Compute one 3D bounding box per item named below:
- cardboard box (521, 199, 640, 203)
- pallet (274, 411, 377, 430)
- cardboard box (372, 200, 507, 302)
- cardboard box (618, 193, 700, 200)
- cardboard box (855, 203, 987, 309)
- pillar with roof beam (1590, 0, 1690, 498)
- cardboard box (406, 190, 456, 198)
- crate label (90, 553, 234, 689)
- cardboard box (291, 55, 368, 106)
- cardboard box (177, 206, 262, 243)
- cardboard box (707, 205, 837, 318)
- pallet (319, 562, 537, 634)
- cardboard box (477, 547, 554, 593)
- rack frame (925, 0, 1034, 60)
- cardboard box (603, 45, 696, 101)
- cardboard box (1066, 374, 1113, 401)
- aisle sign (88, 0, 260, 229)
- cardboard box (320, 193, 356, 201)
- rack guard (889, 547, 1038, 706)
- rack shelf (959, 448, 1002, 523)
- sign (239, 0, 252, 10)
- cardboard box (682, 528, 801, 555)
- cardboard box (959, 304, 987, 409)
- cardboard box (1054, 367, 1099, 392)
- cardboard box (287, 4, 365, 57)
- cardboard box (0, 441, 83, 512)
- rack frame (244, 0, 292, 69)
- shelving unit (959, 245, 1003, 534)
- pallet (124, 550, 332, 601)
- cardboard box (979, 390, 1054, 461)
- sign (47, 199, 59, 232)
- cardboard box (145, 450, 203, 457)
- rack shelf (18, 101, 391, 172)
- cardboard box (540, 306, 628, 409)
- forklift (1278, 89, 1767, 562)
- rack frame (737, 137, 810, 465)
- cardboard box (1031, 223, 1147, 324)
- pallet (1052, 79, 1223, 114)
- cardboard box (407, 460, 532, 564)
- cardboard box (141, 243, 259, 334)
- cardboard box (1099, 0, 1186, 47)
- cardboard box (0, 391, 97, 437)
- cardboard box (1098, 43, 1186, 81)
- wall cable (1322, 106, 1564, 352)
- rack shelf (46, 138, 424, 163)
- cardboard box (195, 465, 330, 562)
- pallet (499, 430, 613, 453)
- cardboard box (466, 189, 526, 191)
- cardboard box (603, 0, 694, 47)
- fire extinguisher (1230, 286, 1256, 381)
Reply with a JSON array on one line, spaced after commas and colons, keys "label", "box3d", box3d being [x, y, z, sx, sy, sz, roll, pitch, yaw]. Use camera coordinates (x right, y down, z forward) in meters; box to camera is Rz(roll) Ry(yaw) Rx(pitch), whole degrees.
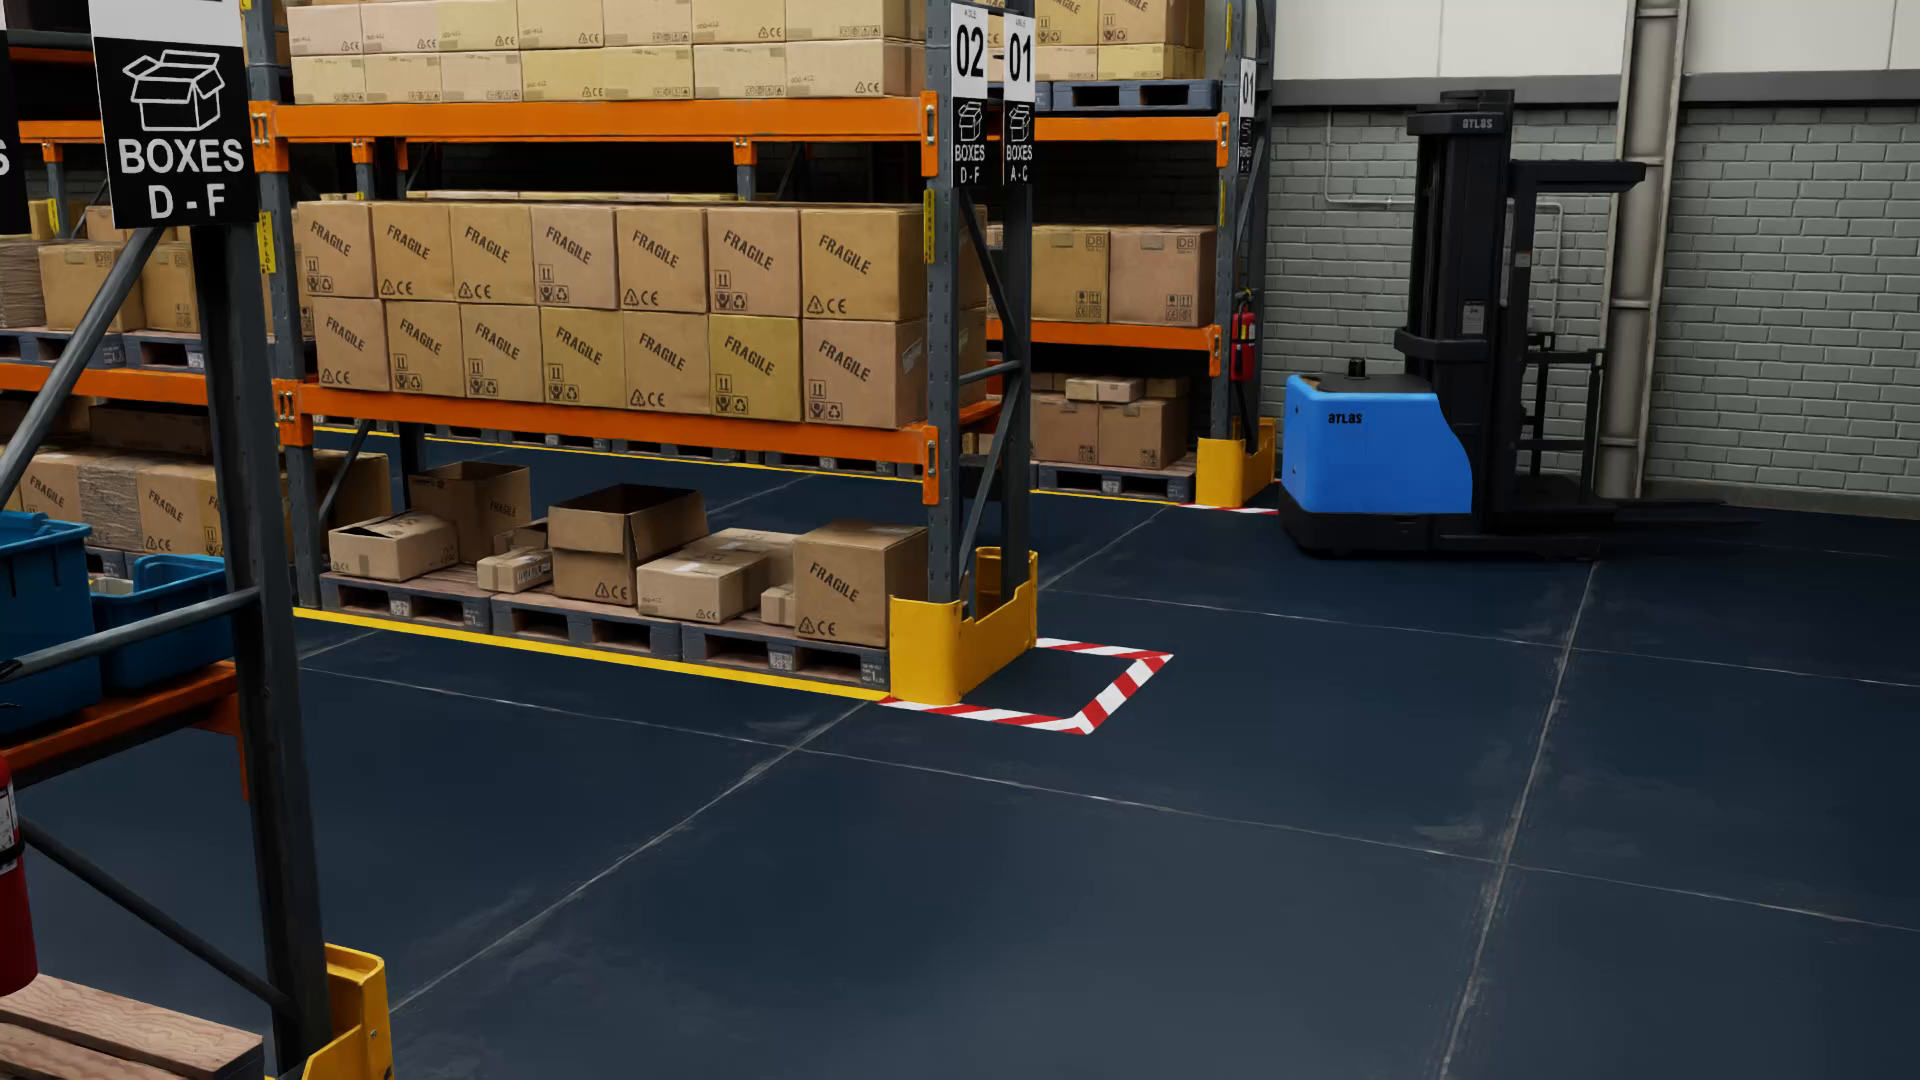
[{"label": "cardboard box", "box3d": [-2.054, -1.617, 9.173, 0.500, 0.500, 0.500, 6, 14, 24]}, {"label": "pallet", "box3d": [-5.919, -1.288, 16.283, 1.213, 0.211, 1.003, 6, 14, 23]}, {"label": "cardboard box", "box3d": [-2.762, -1.553, 8.901, 0.500, 0.500, 0.500, 5, 14, 21]}, {"label": "cardboard box", "box3d": [-2.542, -2.810, 14.111, 0.500, 0.250, 0.500, 6, 15, 24]}, {"label": "cardboard box", "box3d": [-0.193, -1.429, 8.373, 0.500, 0.500, 0.500, 6, 15, 25]}, {"label": "pillar with roof beam", "box3d": [3.184, -3.785, 7.688, 0.400, 9.000, 9.100, 6, 14, 23]}, {"label": "cardboard box", "box3d": [-4.868, -3.043, 15.101, 0.500, 0.250, 0.500, 6, 15, 25]}, {"label": "crate label", "box3d": [-1.996, 0.197, 4.084, 0.303, 0.233, 0.416, 6, 14, 23]}, {"label": "cardboard box", "box3d": [-3.207, -2.459, 8.929, 0.500, 0.250, 0.500, 6, 14, 23]}, {"label": "cardboard box", "box3d": [-7.288, -3.044, 16.481, 0.500, 0.500, 0.700, 8, 15, 31]}, {"label": "cardboard box", "box3d": [-0.875, -1.364, 8.093, 0.500, 0.500, 0.500, 6, 15, 25]}, {"label": "pallet", "box3d": [-2.924, 0.253, 9.713, 1.213, 0.211, 1.003, 6, 14, 23]}, {"label": "cardboard box", "box3d": [-2.460, 0.159, 9.249, 0.250, 0.166, 0.380, 6, 14, 23]}, {"label": "rack frame", "box3d": [0.106, -3.719, 7.404, 0.127, 3.000, 1.000, 6, 14, 23]}, {"label": "cardboard box", "box3d": [-1.386, -2.270, 8.124, 0.500, 0.250, 0.500, 6, 14, 23]}, {"label": "cardboard box", "box3d": [1.003, -1.177, 12.839, 0.250, 0.149, 0.380, 6, 15, 25]}, {"label": "aisle sign", "box3d": [-1.718, -1.085, 3.620, 0.004, 0.787, 0.394, 6, 14, 23]}, {"label": "cardboard box", "box3d": [-5.833, -3.204, 15.742, 0.250, 0.149, 0.380, 3, 14, 14]}, {"label": "rack guard", "box3d": [0.036, 0.412, 8.405, 0.348, 0.500, 1.175, 6, 14, 23]}, {"label": "rack shelf", "box3d": [0.151, -0.312, 11.113, 0.480, 0.518, 0.431, 6, 14, 23]}, {"label": "sign", "box3d": [-3.773, -2.956, 8.724, 0.005, 0.325, 0.100, 6, 14, 23]}, {"label": "cardboard box", "box3d": [-1.191, 0.124, 9.214, 0.500, 0.250, 0.500, 6, 14, 23]}, {"label": "cardboard box", "box3d": [-0.193, -0.943, 8.487, 0.500, 0.500, 0.500, 6, 15, 24]}, {"label": "cardboard box", "box3d": [0.932, -1.280, 13.277, 0.250, 0.149, 0.380, 6, 14, 24]}, {"label": "cardboard box", "box3d": [-3.207, -2.702, 8.871, 0.500, 0.250, 0.500, 6, 14, 23]}, {"label": "cardboard box", "box3d": [-5.971, -0.339, 10.641, 0.500, 0.500, 0.500, 6, 14, 22]}, {"label": "rack frame", "box3d": [-3.551, -4.089, 8.981, 0.127, 3.000, 1.000, 6, 14, 23]}, {"label": "shelving unit", "box3d": [0.151, -1.007, 10.950, 0.503, 2.100, 0.431, 6, 14, 23]}, {"label": "pallet", "box3d": [-4.310, 0.122, 10.272, 1.213, 0.211, 1.003, 6, 14, 23]}, {"label": "cardboard box", "box3d": [0.511, -0.957, 13.319, 0.500, 0.500, 0.700, 5, 14, 21]}, {"label": "sign", "box3d": [-9.075, -3.251, 16.647, 0.005, 0.325, 0.100, 6, 14, 23]}, {"label": "cardboard box", "box3d": [-4.841, -0.356, 10.713, 0.500, 0.500, 0.500, 6, 14, 24]}, {"label": "rack shelf", "box3d": [-5.380, -2.463, 10.195, 4.000, 0.370, 1.077, 6, 14, 23]}, {"label": "cardboard box", "box3d": [-1.804, -0.972, 8.614, 0.500, 0.500, 0.500, 6, 14, 22]}, {"label": "forklift", "box3d": [3.728, -1.411, 10.852, 3.031, 2.935, 1.130, 0, 13, 1]}, {"label": "rack frame", "box3d": [-1.548, -2.203, 14.077, 0.127, 3.000, 1.000, 6, 14, 23]}, {"label": "cardboard box", "box3d": [0.969, -2.089, 12.935, 0.700, 0.700, 0.980, 6, 14, 23]}, {"label": "pallet", "box3d": [1.426, -3.317, 12.451, 1.213, 0.211, 1.003, 6, 14, 23]}, {"label": "cardboard box", "box3d": [-2.915, -0.172, 9.929, 0.500, 0.500, 0.500, 6, 14, 23]}, {"label": "cardboard box", "box3d": [-4.548, -1.562, 10.208, 0.500, 0.500, 0.700, 8, 16, 32]}, {"label": "cardboard box", "box3d": [1.329, -3.849, 12.075, 0.500, 0.500, 0.500, 6, 14, 23]}, {"label": "cardboard box", "box3d": [-6.205, -0.859, 11.215, 0.500, 0.250, 0.500, 6, 15, 25]}, {"label": "cardboard box", "box3d": [1.332, -3.486, 12.167, 0.500, 0.250, 0.500, 6, 15, 25]}, {"label": "wall cable", "box3d": [3.663, -2.407, 12.721, 1.851, 1.984, 0.084, 6, 14, 23]}, {"label": "rack shelf", "box3d": [-7.034, -3.868, 16.183, 4.000, 0.370, 1.077, 6, 14, 23]}, {"label": "cardboard box", "box3d": [-4.118, -0.151, 9.841, 0.500, 0.500, 0.500, 6, 14, 23]}, {"label": "pallet", "box3d": [-3.404, -1.014, 15.113, 1.213, 0.211, 1.003, 6, 14, 23]}, {"label": "cardboard box", "box3d": [-4.214, -3.105, 15.366, 0.500, 0.250, 0.500, 5, 14, 21]}, {"label": "cardboard box", "box3d": [-1.380, -2.516, 8.079, 0.500, 0.250, 0.500, 6, 14, 23]}, {"label": "fire extinguisher", "box3d": [2.060, -1.503, 12.081, 0.183, 0.674, 0.296, 6, 14, 23]}]
